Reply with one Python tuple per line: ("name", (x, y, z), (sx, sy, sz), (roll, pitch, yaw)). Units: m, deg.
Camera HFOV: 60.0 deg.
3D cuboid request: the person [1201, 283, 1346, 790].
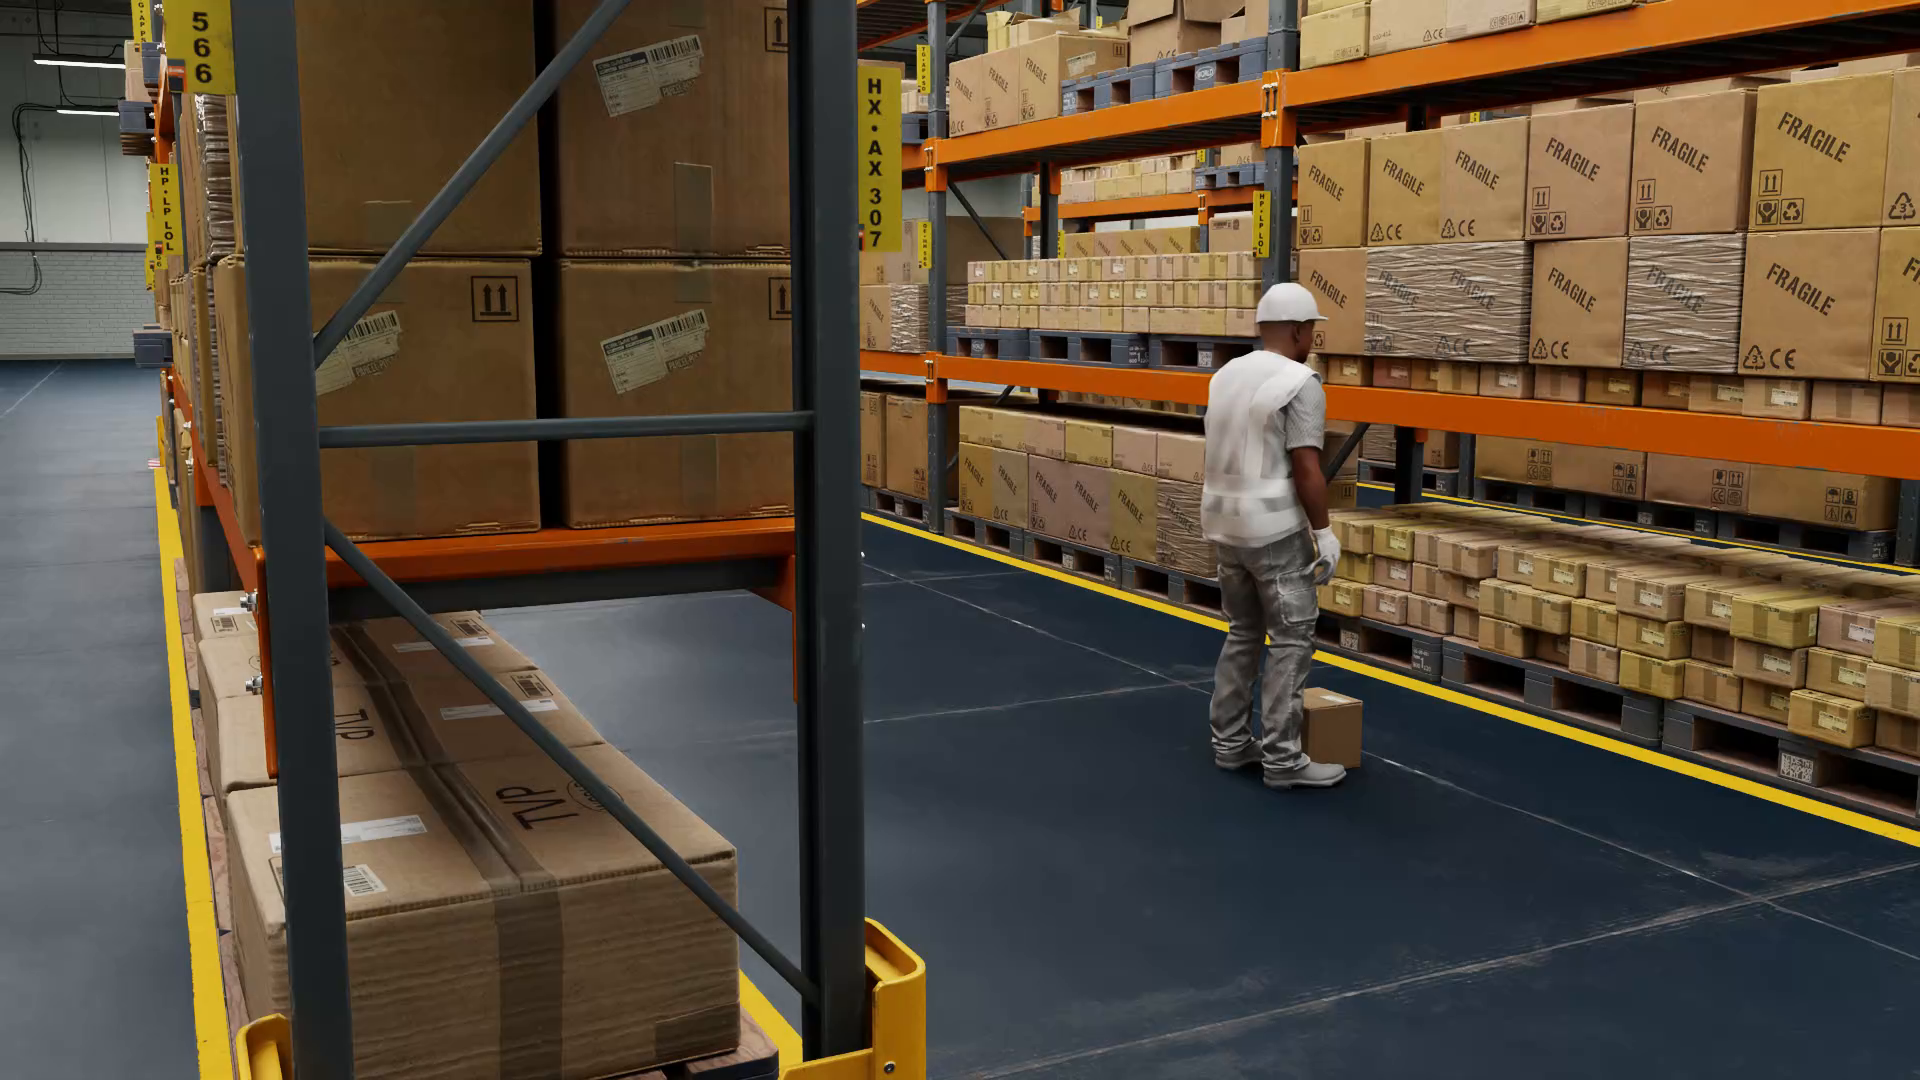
("person", (1.118, -0.026, 5.982), (0.453, 1.773, 0.629), (-4, 9, -27))
